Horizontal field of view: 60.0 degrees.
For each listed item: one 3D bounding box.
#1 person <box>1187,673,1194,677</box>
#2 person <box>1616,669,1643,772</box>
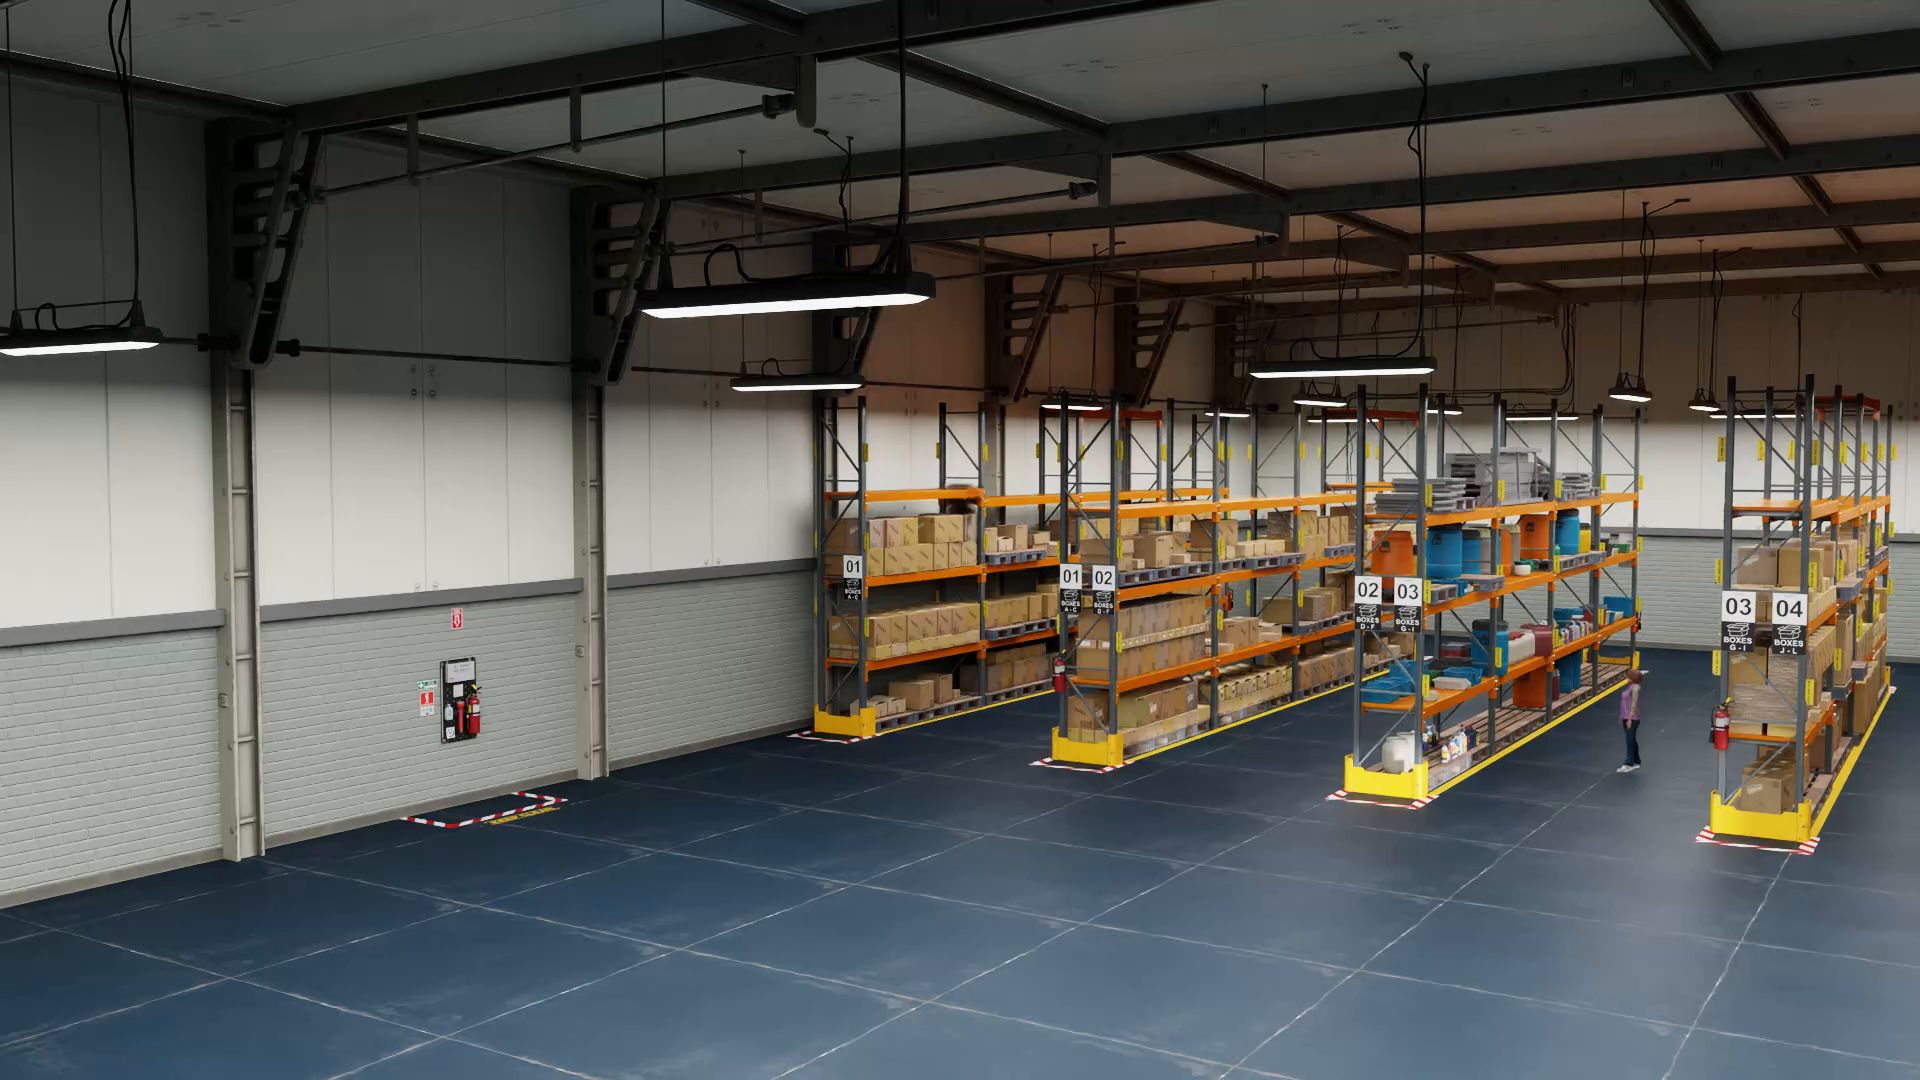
[{"bbox_3d":[4.616,2.369,34.209,0.591,1.811,0.877,2,4,33],"label":"person"},{"bbox_3d":[10.546,2.849,26.191,0.488,1.603,0.431,0,3,-5],"label":"person"}]
